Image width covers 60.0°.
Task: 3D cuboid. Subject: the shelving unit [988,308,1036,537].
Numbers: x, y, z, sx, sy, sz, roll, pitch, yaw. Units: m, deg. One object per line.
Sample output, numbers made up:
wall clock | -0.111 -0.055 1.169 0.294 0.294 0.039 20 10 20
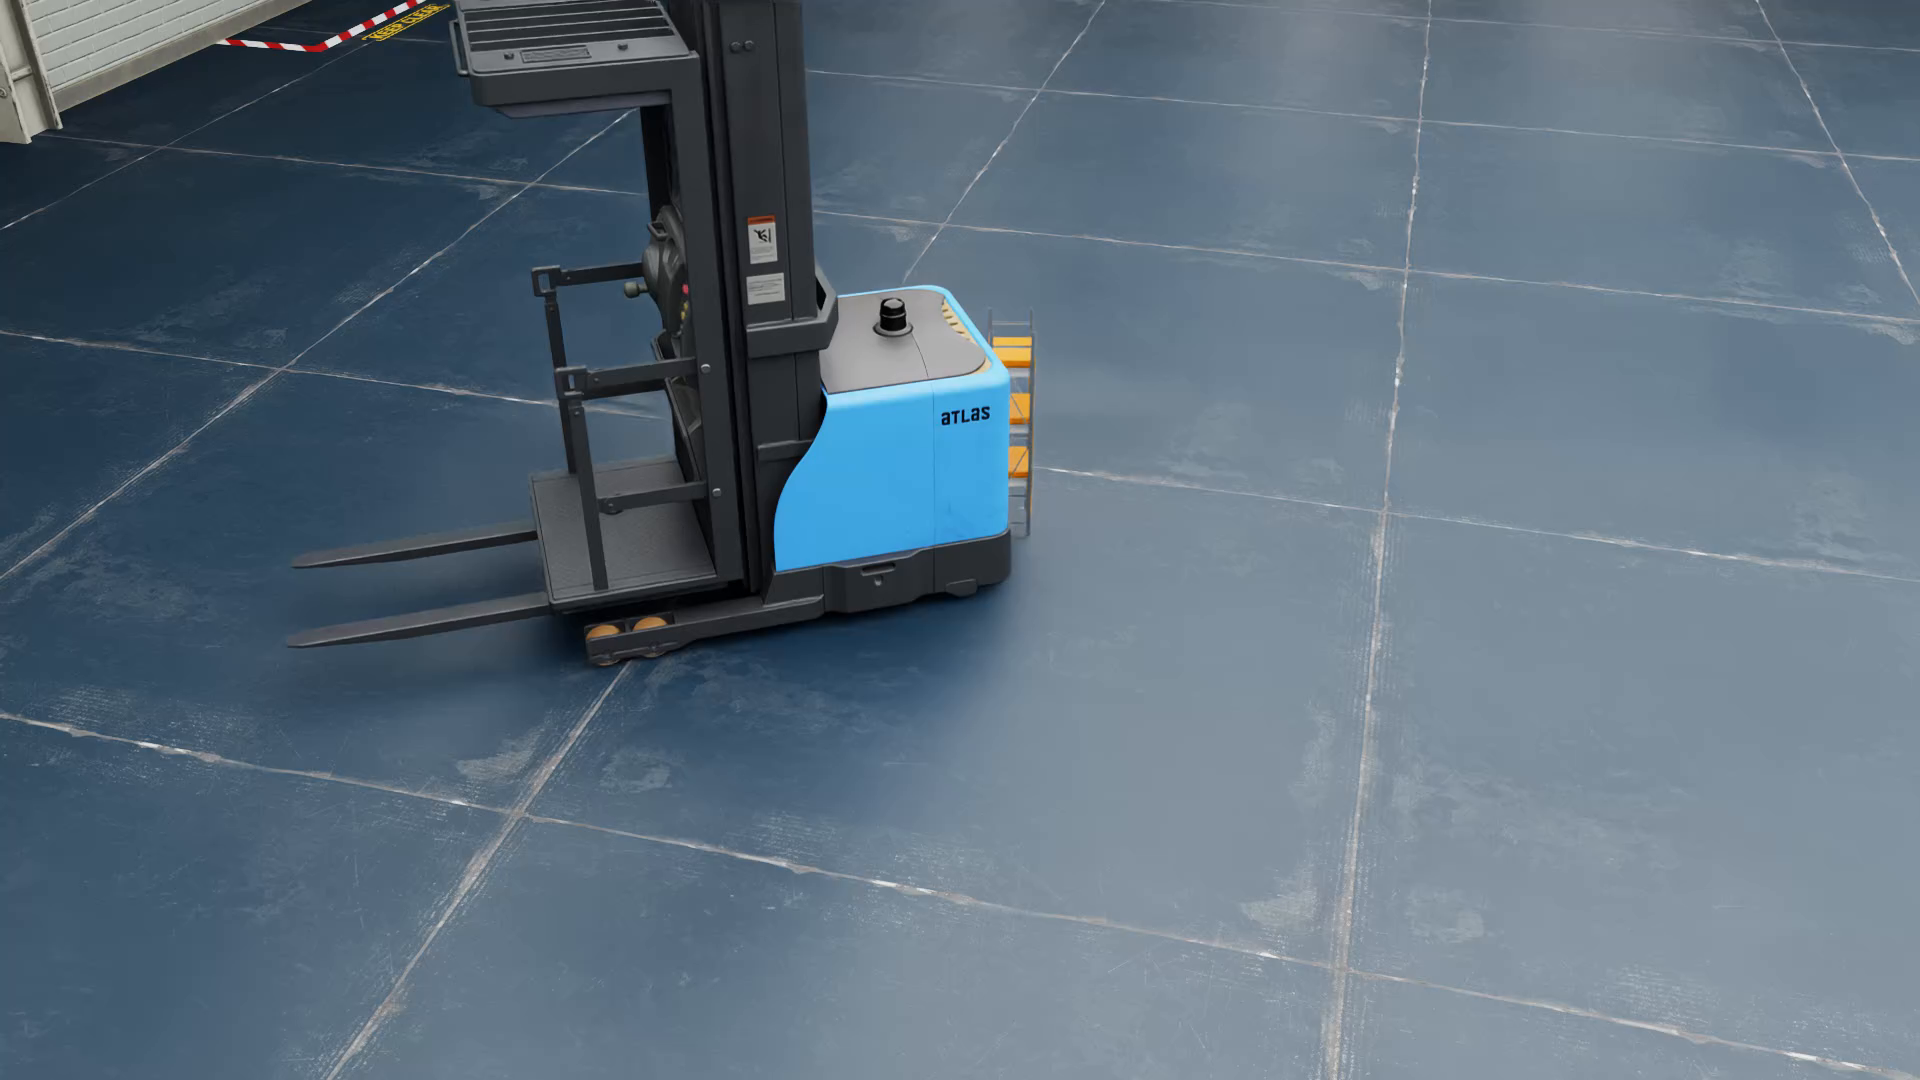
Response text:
shelving unit | 0.228 -0.527 7.600 0.215 1.050 0.252 0 32 0

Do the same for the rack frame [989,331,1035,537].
rack frame | 0.227 -0.461 7.497 0.200 1.050 0.008 0 32 0

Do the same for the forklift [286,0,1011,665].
forklift | -1.353 -1.032 6.642 3.031 2.935 1.130 -9 34 -14

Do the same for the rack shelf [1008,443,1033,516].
rack shelf | 0.228 -0.283 7.754 0.215 0.259 0.240 0 32 0

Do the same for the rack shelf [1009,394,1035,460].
rack shelf | 0.228 -0.518 7.605 0.215 0.259 0.240 0 32 0

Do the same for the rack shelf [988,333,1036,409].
rack shelf | 0.228 -0.757 7.453 0.215 0.259 0.240 0 32 0

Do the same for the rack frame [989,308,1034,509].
rack frame | 0.229 -0.592 7.703 0.200 1.050 0.008 0 32 0

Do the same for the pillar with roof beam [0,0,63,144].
pillar with roof beam | -2.891 -6.288 9.254 9.100 9.000 0.400 8 33 12
